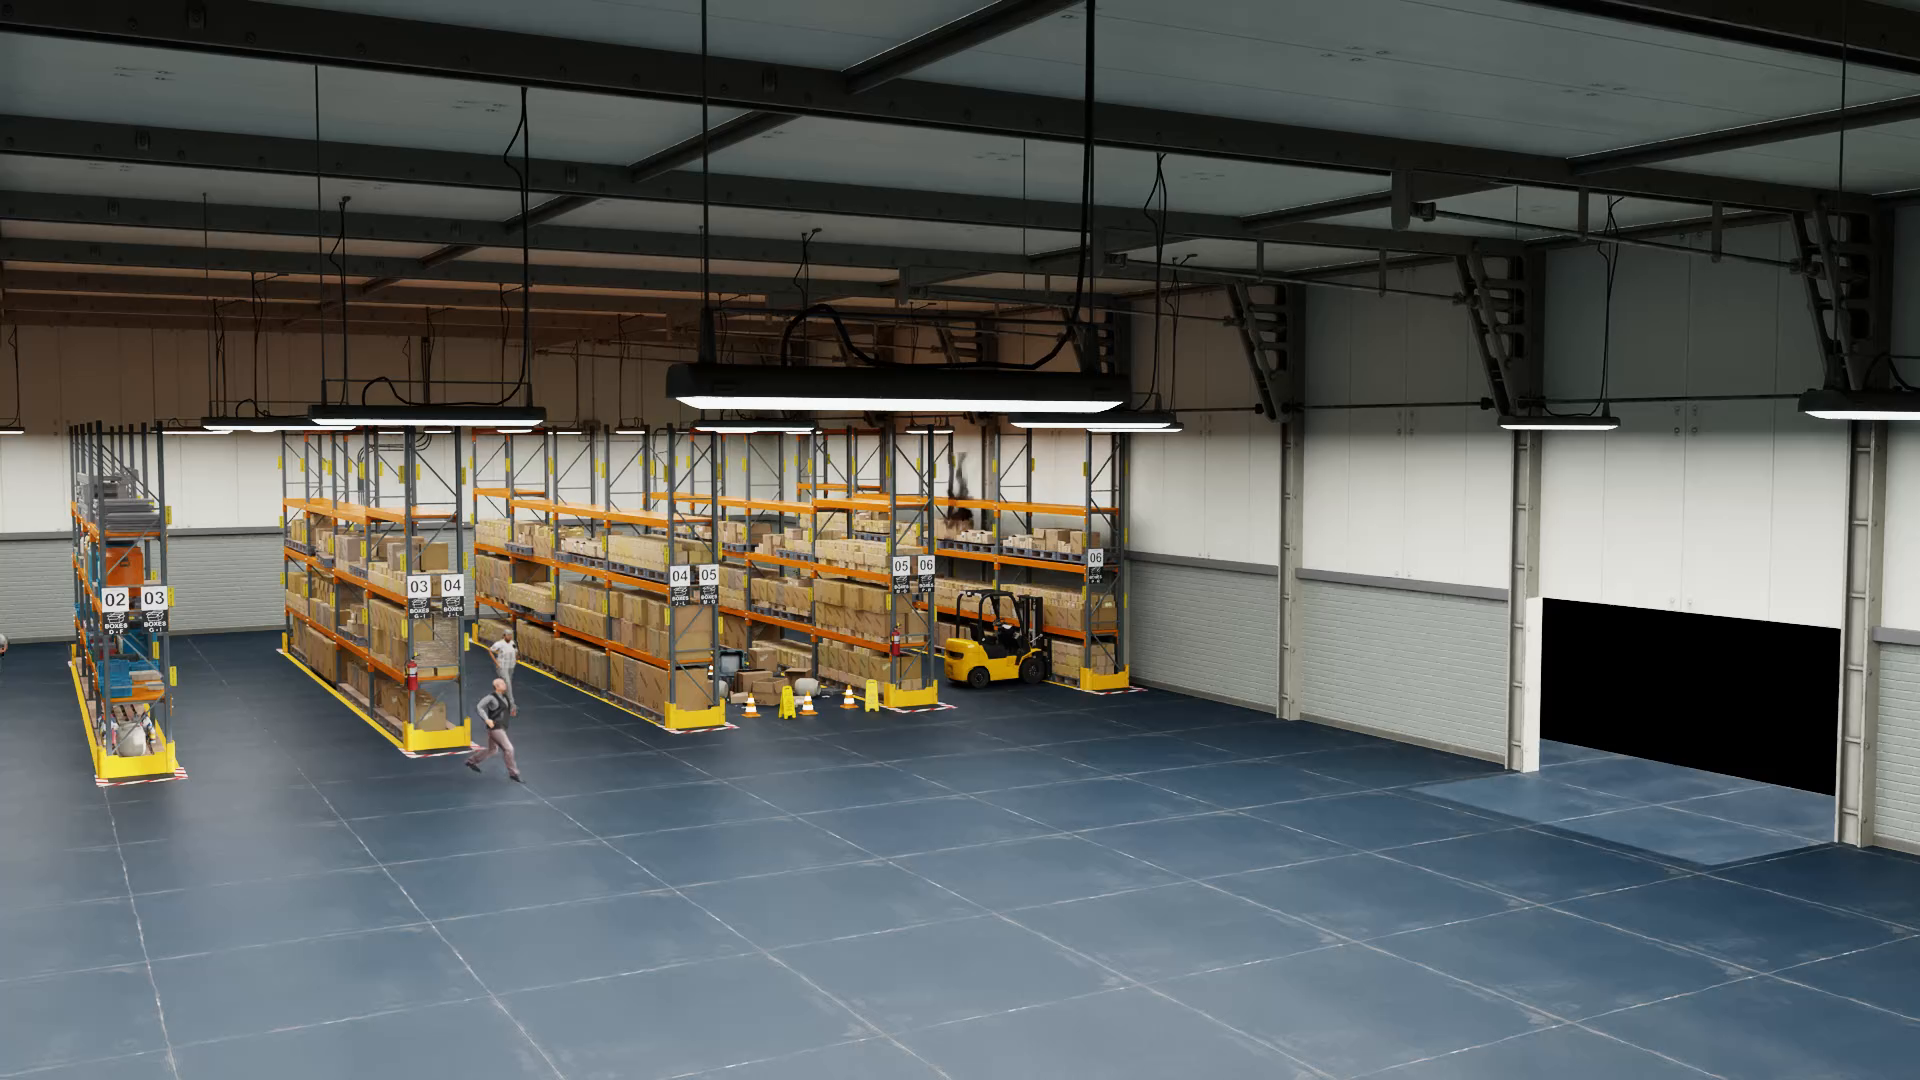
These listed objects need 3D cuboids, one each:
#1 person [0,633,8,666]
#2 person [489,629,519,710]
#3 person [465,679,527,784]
[{"bbox_3d":[-21.262,2.664,36.468,0.704,1.720,1.029,-2,4,-29],"label":"person"},{"bbox_3d":[-9.647,2.718,35.233,0.925,1.675,0.618,3,5,38],"label":"person"},{"bbox_3d":[-7.714,3.173,27.615,1.072,1.763,0.621,0,4,2],"label":"person"}]
